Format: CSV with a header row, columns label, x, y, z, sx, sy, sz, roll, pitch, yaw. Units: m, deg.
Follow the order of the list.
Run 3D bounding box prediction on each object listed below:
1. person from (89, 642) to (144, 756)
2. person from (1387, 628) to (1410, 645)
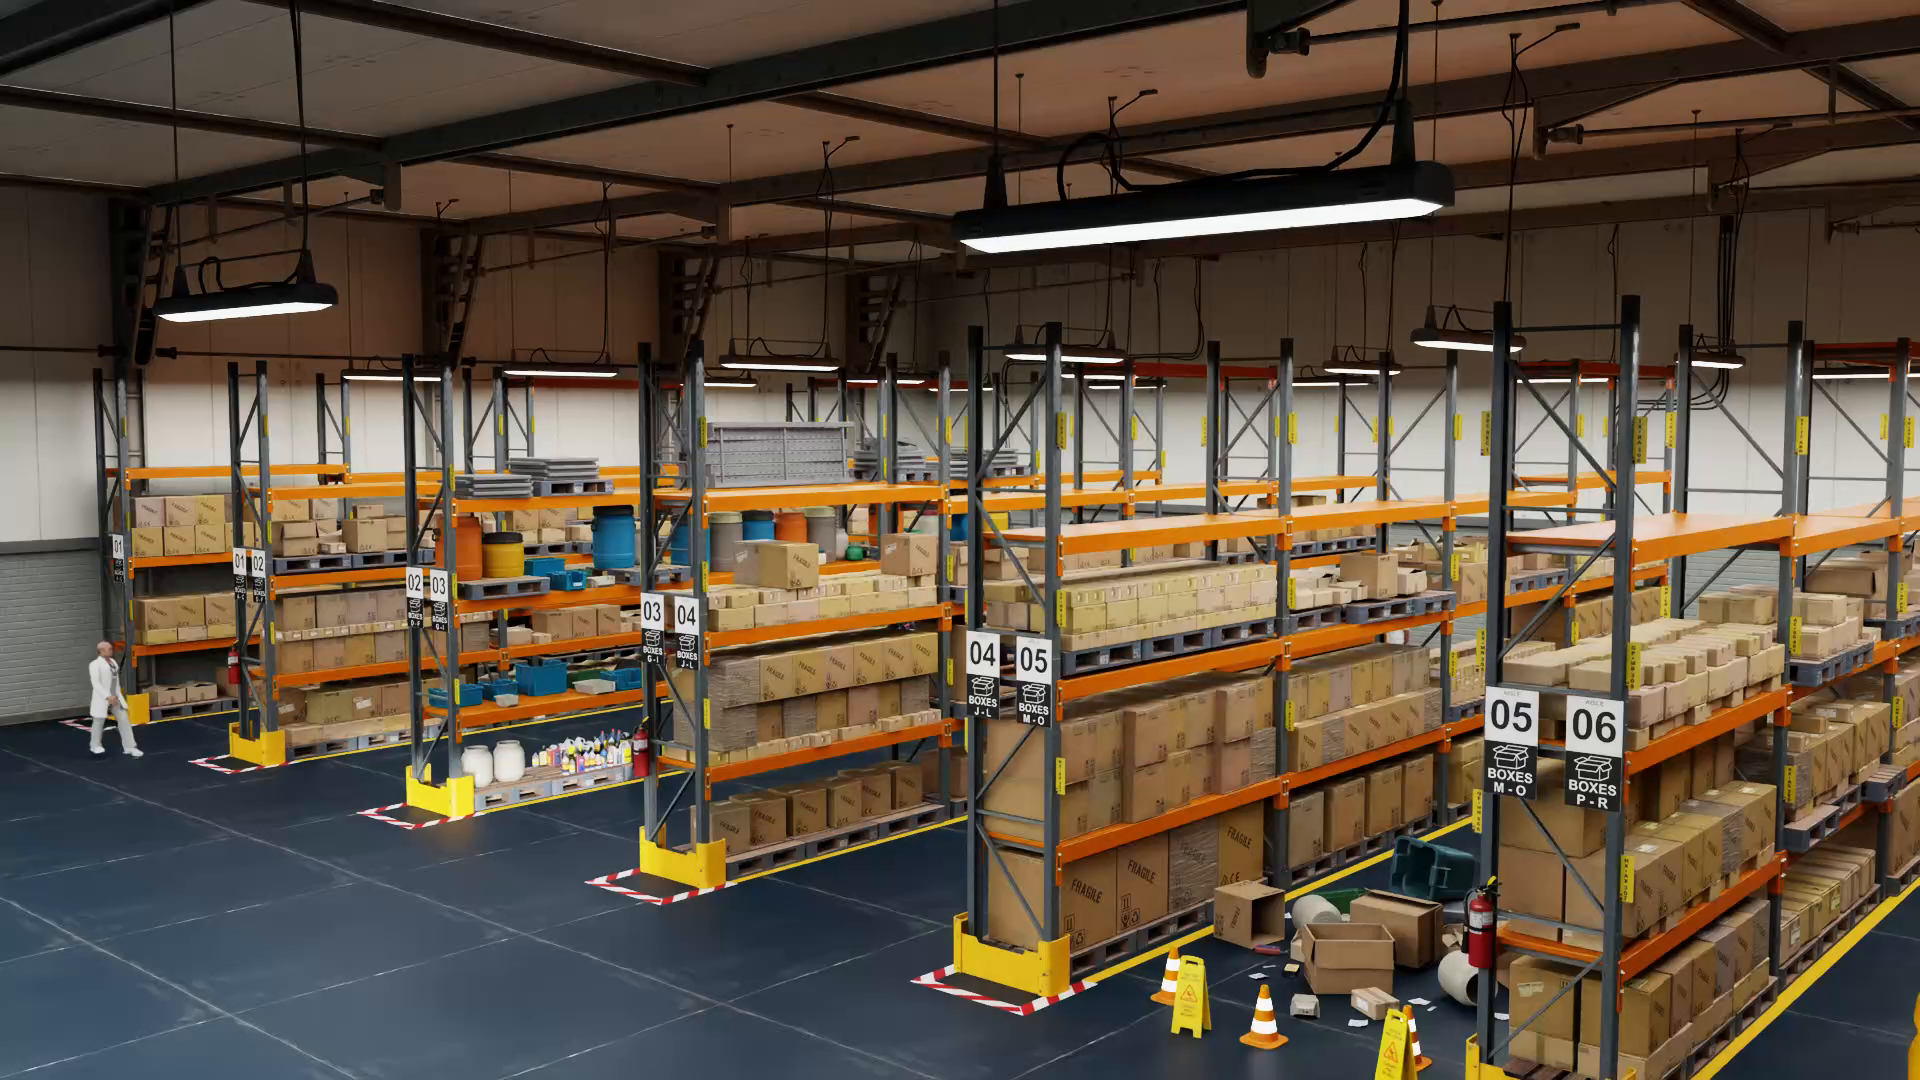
label,x,y,z,sx,sy,sz,roll,pitch,yaw
person,-12.890,2.414,25.196,1.064,1.718,0.557,3,5,33
person,8.163,1.972,31.349,0.623,1.772,0.410,2,5,29
